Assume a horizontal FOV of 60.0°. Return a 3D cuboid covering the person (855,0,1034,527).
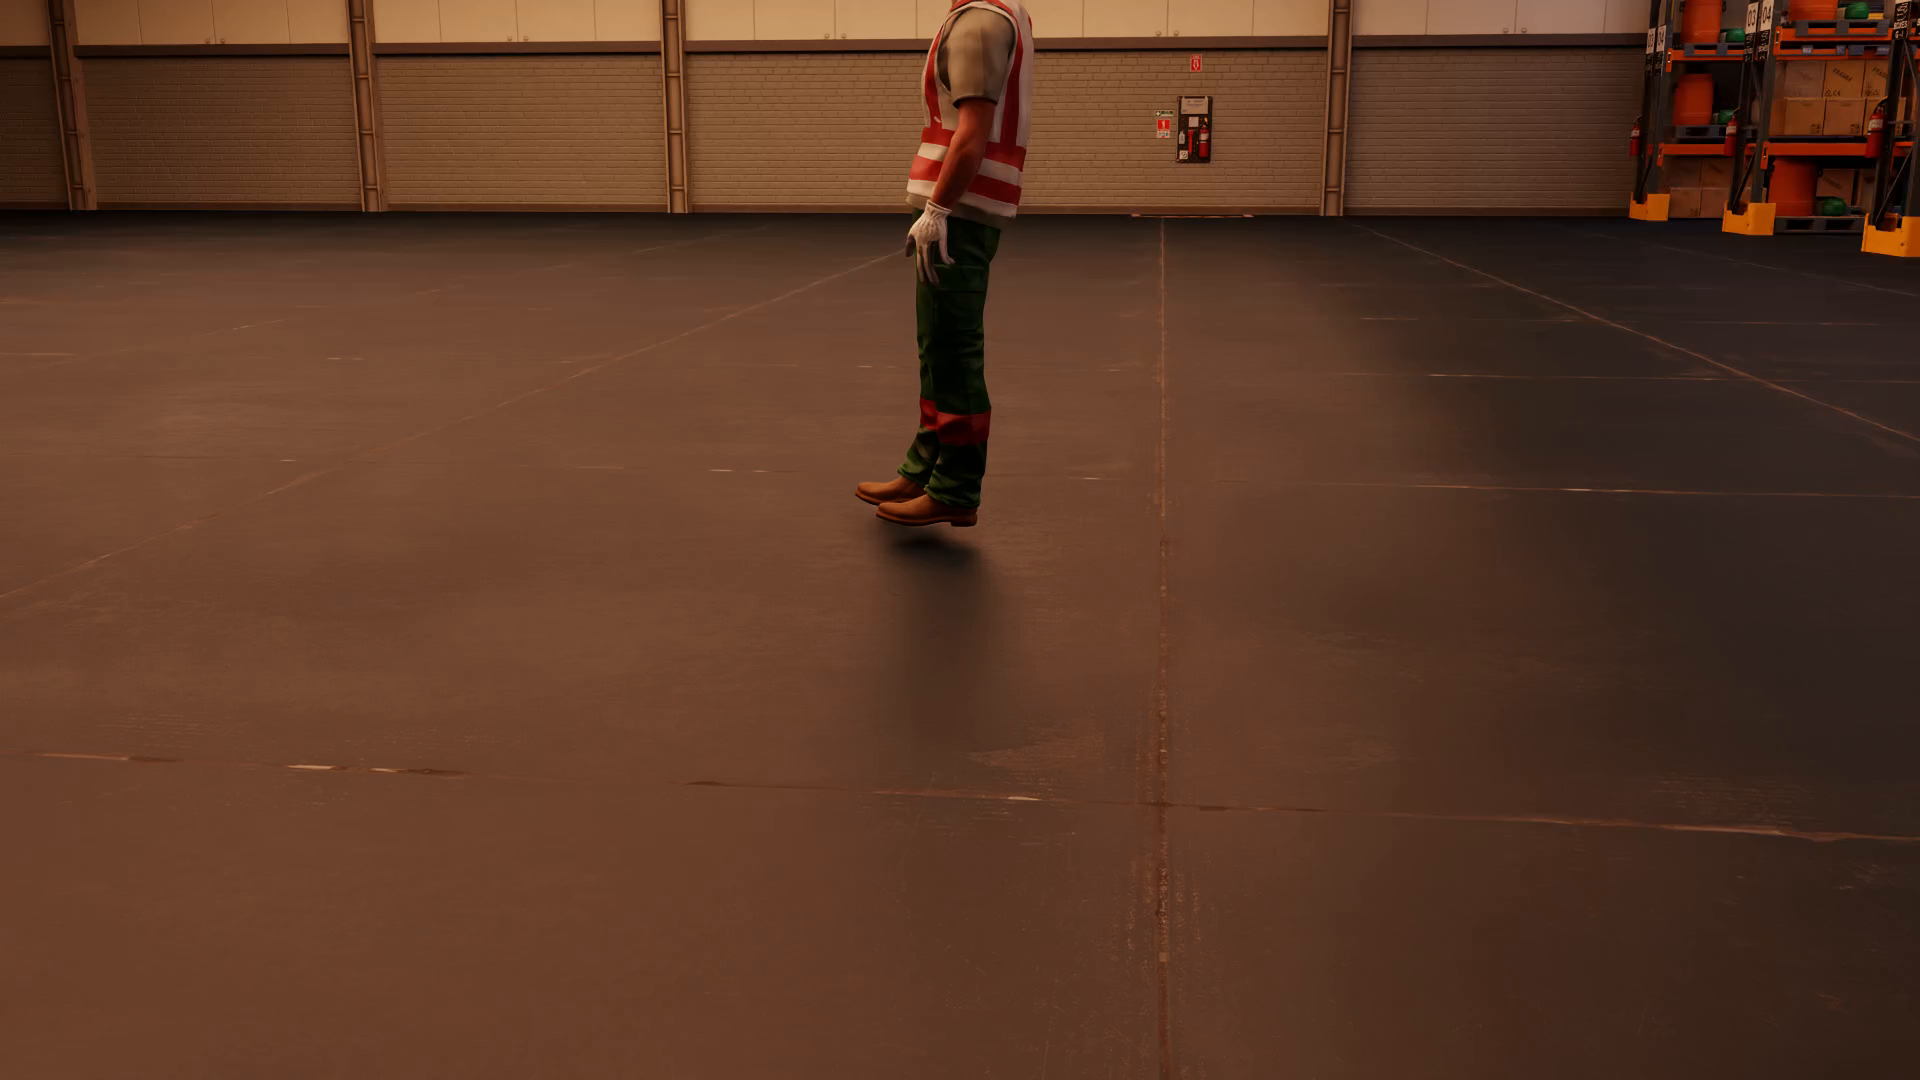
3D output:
[{"bbox_3d":[-0.078,-0.923,4.753,0.564,1.787,0.637,2,13,7],"label":"person"}]
